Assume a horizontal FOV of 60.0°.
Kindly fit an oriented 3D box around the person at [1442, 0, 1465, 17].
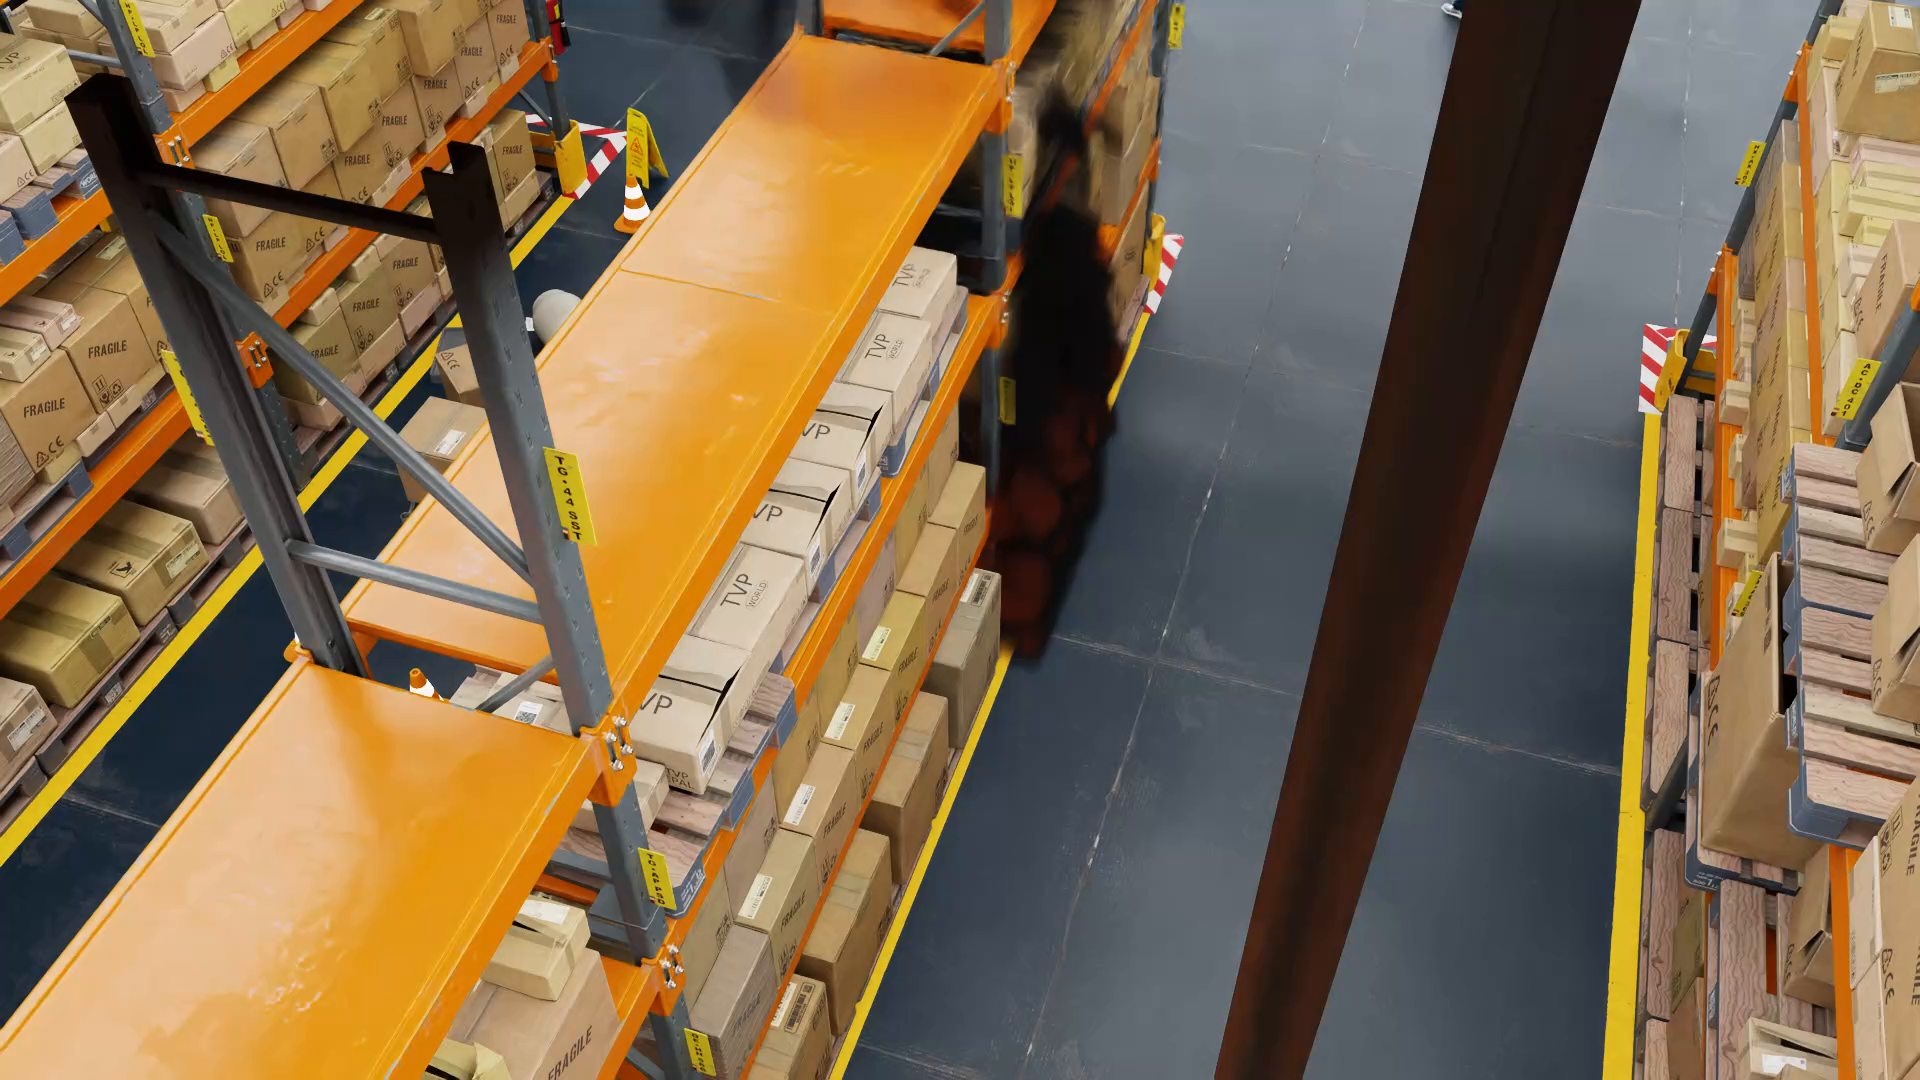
[{"bbox_3d":[4.802,-5.636,15.555,0.535,1.551,0.557,-35,55,-29],"label":"person"}]
